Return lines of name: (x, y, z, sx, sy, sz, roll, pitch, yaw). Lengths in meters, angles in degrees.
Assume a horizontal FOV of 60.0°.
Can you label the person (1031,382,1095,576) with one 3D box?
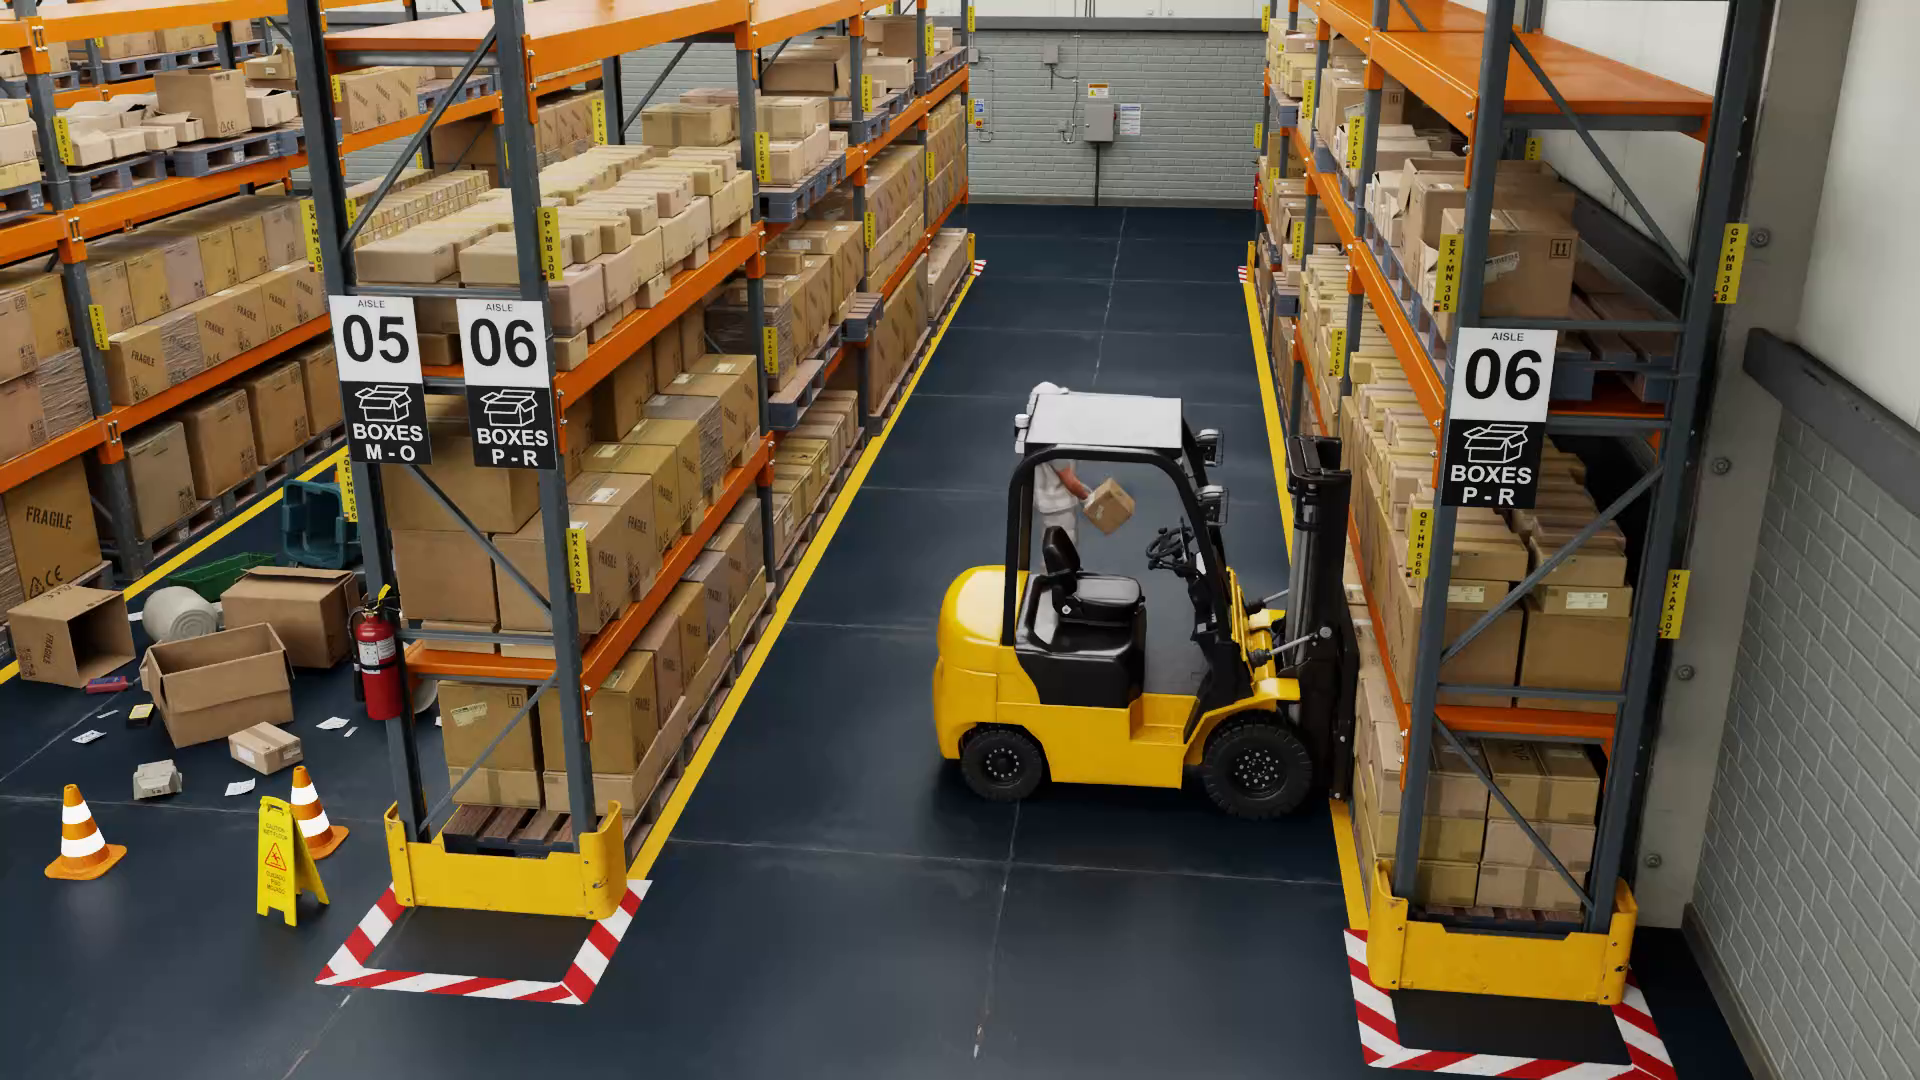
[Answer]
person: (0.731, -0.231, 11.635, 0.514, 1.794, 0.560, -3, 21, -9)
